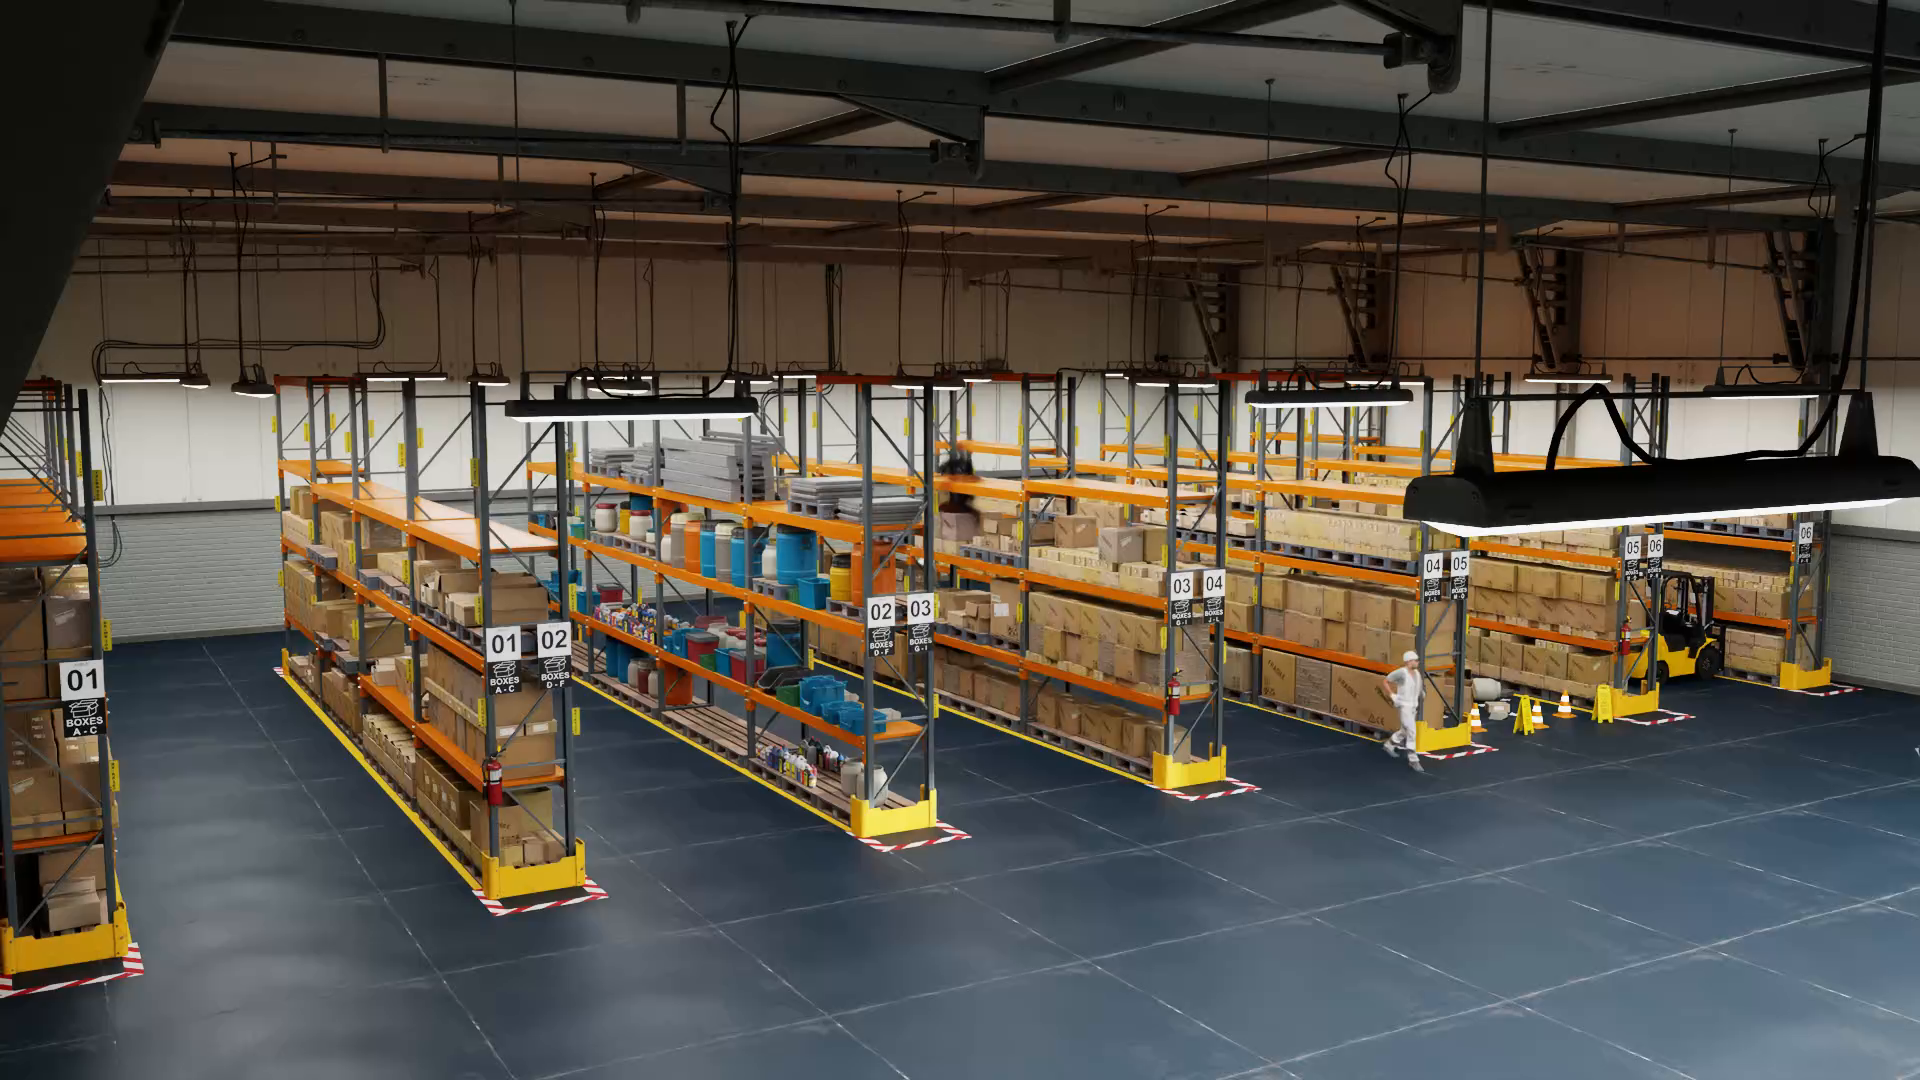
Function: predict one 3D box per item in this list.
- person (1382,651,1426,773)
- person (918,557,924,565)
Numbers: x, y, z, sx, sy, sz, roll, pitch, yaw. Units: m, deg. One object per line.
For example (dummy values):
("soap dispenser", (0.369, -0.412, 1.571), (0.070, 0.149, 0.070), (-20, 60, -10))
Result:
("person", (6.979, 2.614, 25.842), (0.670, 1.789, 0.986), (-5, 8, -38))
("person", (-0.883, 0.968, 41.793), (0.659, 1.662, 0.597), (5, 8, 39))
